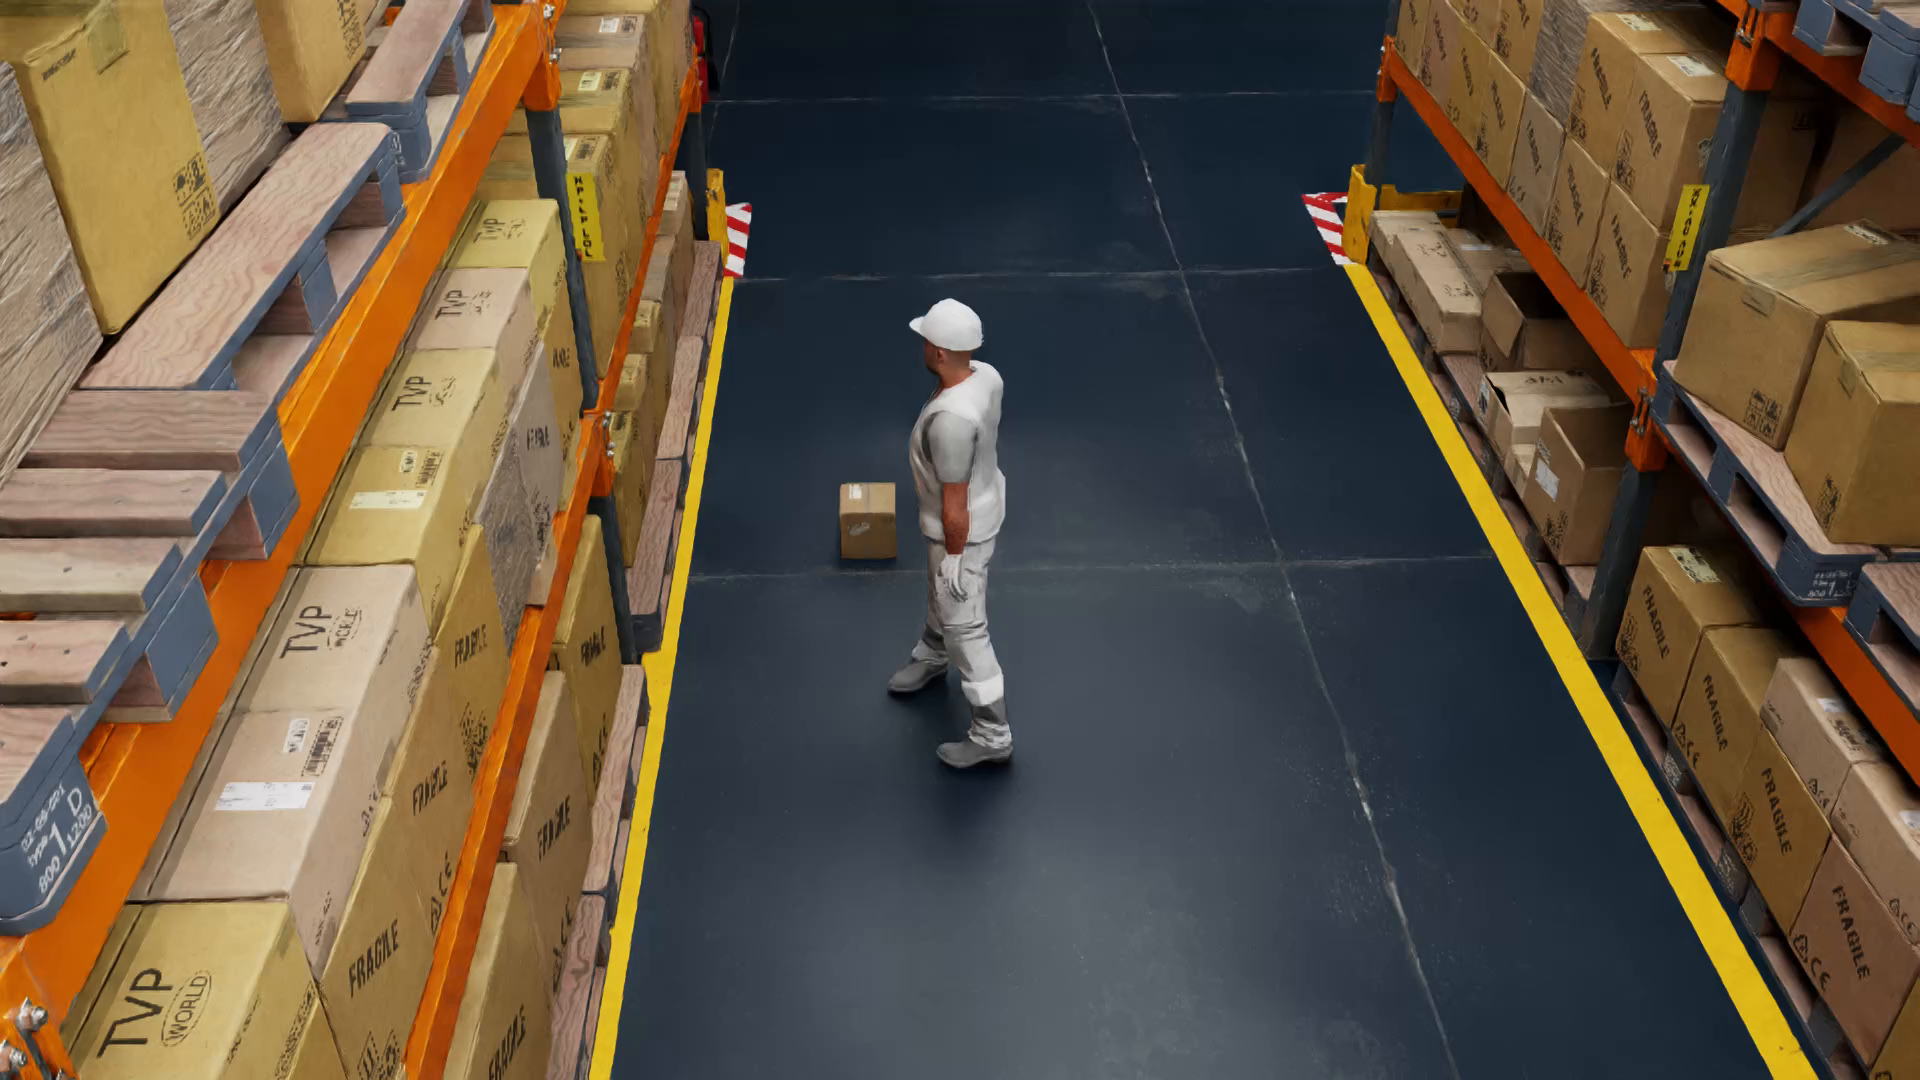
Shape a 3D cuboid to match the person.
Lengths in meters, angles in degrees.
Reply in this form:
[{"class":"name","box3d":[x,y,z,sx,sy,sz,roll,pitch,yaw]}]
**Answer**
[{"class":"person","box3d":[-0.028,-0.031,6.171,0.569,1.780,0.650,6,35,9]}]
